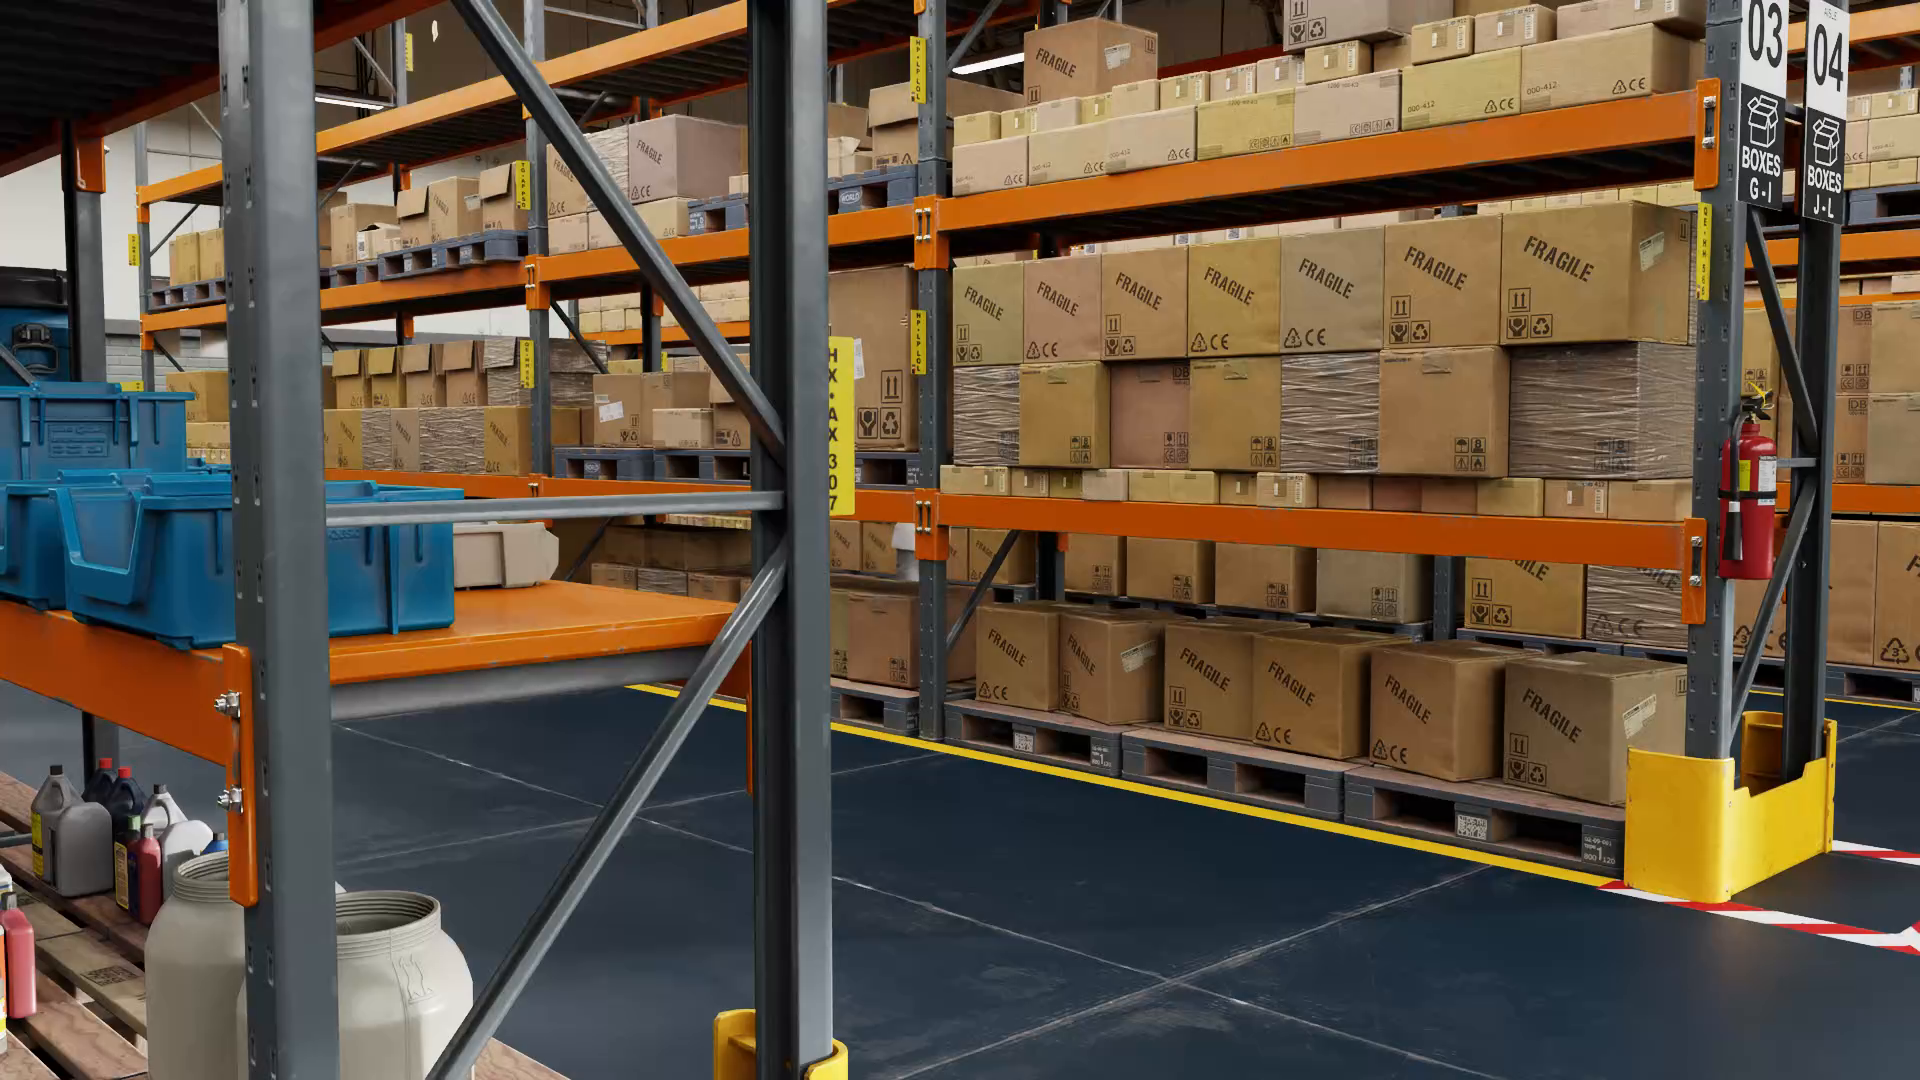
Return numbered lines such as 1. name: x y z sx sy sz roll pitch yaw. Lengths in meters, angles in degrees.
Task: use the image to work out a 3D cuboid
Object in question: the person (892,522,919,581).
1. person: -0.387 -0.148 13.500 0.528 1.772 0.560 -4 5 -43
